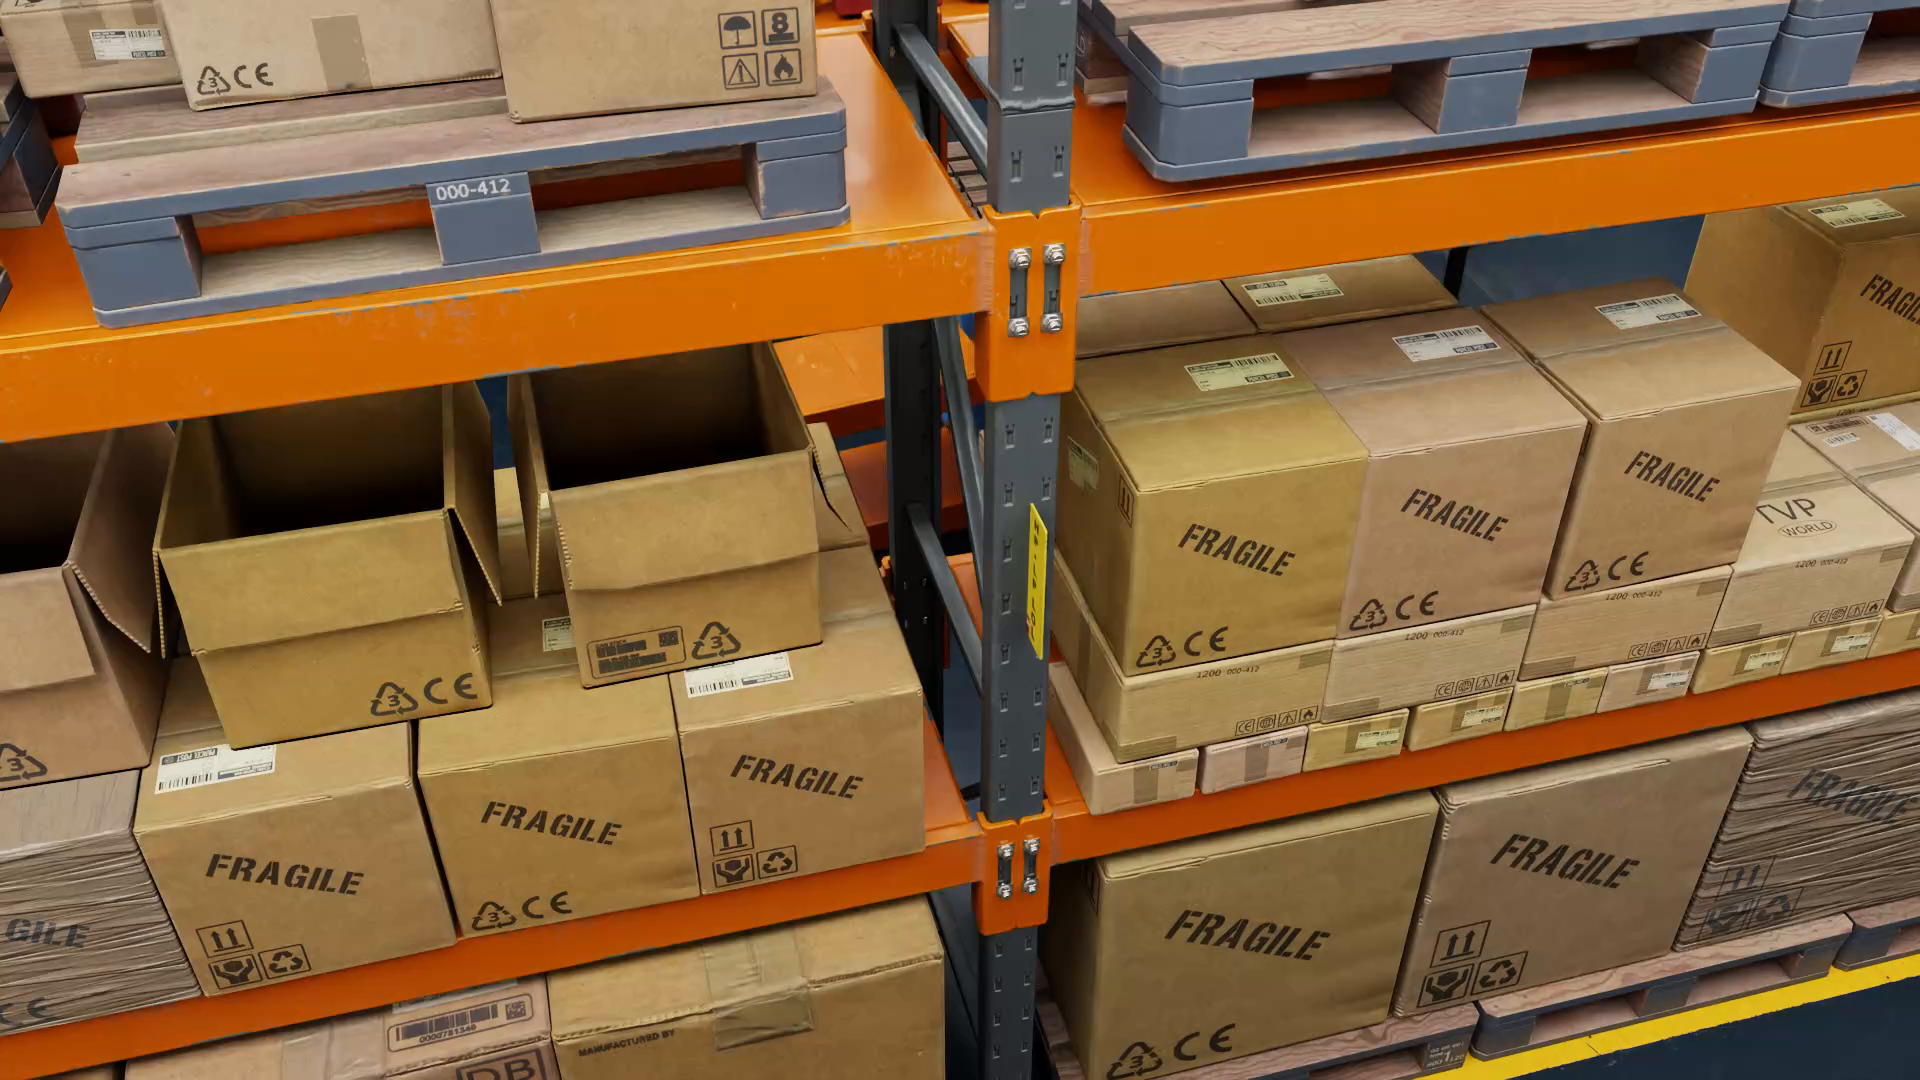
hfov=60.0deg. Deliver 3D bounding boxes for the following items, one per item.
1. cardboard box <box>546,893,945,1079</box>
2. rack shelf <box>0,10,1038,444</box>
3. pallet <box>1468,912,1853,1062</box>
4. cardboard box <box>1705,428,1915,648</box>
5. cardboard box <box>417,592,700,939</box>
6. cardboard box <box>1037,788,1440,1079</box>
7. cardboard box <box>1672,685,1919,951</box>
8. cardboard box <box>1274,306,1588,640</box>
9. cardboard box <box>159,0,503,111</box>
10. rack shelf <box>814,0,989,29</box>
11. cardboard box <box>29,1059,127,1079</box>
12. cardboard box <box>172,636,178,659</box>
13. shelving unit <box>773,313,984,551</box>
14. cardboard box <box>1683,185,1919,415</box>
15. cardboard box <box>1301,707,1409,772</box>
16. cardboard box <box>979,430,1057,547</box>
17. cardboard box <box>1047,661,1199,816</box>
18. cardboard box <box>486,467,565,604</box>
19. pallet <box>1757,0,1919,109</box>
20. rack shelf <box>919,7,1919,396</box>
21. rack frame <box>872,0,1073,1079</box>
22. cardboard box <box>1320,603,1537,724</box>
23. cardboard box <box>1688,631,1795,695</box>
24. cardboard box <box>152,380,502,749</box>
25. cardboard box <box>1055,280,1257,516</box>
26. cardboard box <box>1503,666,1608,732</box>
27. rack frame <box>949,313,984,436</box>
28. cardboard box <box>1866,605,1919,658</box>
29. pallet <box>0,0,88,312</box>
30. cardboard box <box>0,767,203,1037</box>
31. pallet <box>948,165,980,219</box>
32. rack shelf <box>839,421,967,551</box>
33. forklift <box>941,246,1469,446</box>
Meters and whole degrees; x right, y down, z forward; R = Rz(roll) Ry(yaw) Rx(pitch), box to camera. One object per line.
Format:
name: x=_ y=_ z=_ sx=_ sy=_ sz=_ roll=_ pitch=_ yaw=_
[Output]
cardboard box: x=-0.613 y=0.986 z=4.395 sx=0.875 sy=0.875 sz=1.225 roll=-9 pitch=38 yaw=-12
rack shelf: x=-1.932 y=-0.393 z=2.918 sx=4.000 sy=0.370 sz=1.077 roll=-9 pitch=38 yaw=-12
pallet: x=1.934 y=1.033 z=5.226 sx=1.213 sy=0.211 sz=1.003 roll=-9 pitch=38 yaw=-12
cardboard box: x=1.979 y=-0.018 z=4.184 sx=0.500 sy=0.250 sz=0.500 roll=-9 pitch=38 yaw=-12
cardboard box: x=-0.861 y=0.465 z=3.592 sx=0.500 sy=0.500 sz=0.500 roll=-8 pitch=38 yaw=-11
cardboard box: x=0.657 y=0.815 z=4.619 sx=0.875 sy=0.875 sz=0.875 roll=-9 pitch=38 yaw=-12
cardboard box: x=2.385 y=0.532 z=4.989 sx=0.875 sy=0.875 sz=0.875 roll=-9 pitch=38 yaw=-12
cardboard box: x=1.006 y=-0.160 z=3.752 sx=0.500 sy=0.500 sz=0.500 roll=-9 pitch=38 yaw=-12
cardboard box: x=-1.083 y=-1.006 z=2.855 sx=0.500 sy=0.311 sz=0.500 roll=-11 pitch=39 yaw=-13
rack shelf: x=0.639 y=-2.741 z=8.456 sx=4.000 sy=0.370 sz=1.077 roll=-9 pitch=38 yaw=-12
cardboard box: x=-2.328 y=1.273 z=4.021 sx=0.875 sy=0.875 sz=1.225 roll=-9 pitch=38 yaw=-12
cardboard box: x=-1.976 y=0.326 z=3.772 sx=0.500 sy=0.500 sz=0.500 roll=-9 pitch=38 yaw=-11
shelving unit: x=-0.402 y=-0.298 z=6.213 sx=1.048 sy=1.125 sz=0.538 roll=-14 pitch=40 yaw=-18
cardboard box: x=2.346 y=-0.712 z=4.473 sx=0.500 sy=0.500 sz=0.500 roll=-10 pitch=39 yaw=-13
cardboard box: x=0.879 y=0.360 z=4.017 sx=0.250 sy=0.149 sz=0.380 roll=-8 pitch=38 yaw=-10
cardboard box: x=0.357 y=-0.087 z=4.273 sx=0.500 sy=0.250 sz=0.500 roll=-10 pitch=39 yaw=-13
cardboard box: x=0.372 y=0.444 z=3.908 sx=0.250 sy=0.149 sz=0.380 roll=-9 pitch=38 yaw=-12
cardboard box: x=-0.995 y=0.162 z=3.987 sx=0.500 sy=0.500 sz=0.500 roll=-9 pitch=38 yaw=-12
pallet: x=1.967 y=-1.275 z=3.552 sx=1.213 sy=0.211 sz=1.003 roll=-9 pitch=38 yaw=-12
rack shelf: x=1.930 y=-1.027 z=3.747 sx=4.000 sy=0.370 sz=1.077 roll=-9 pitch=38 yaw=-12
rack frame: x=-0.001 y=0.196 z=4.025 sx=0.127 sy=3.000 sz=1.000 roll=-9 pitch=38 yaw=-12
cardboard box: x=1.003 y=0.140 z=3.976 sx=0.500 sy=0.250 sz=0.500 roll=-9 pitch=38 yaw=-12
cardboard box: x=1.876 y=0.196 z=4.232 sx=0.250 sy=0.149 sz=0.380 roll=-10 pitch=39 yaw=-13
cardboard box: x=-1.281 y=-0.035 z=3.418 sx=0.637 sy=0.503 sz=0.797 roll=-9 pitch=38 yaw=-11
cardboard box: x=0.373 y=-0.390 z=4.053 sx=0.500 sy=0.500 sz=0.500 roll=-8 pitch=38 yaw=-11
cardboard box: x=1.380 y=0.277 z=4.126 sx=0.250 sy=0.149 sz=0.380 roll=-10 pitch=39 yaw=-13
rack frame: x=0.067 y=-0.417 z=6.370 sx=0.032 sy=1.125 sz=0.500 roll=-14 pitch=40 yaw=-18
cardboard box: x=2.367 y=0.115 z=4.337 sx=0.250 sy=0.149 sz=0.380 roll=-9 pitch=38 yaw=-12
pallet: x=-2.176 y=-0.599 z=2.751 sx=1.213 sy=0.211 sz=1.003 roll=-8 pitch=38 yaw=-10
cardboard box: x=-1.848 y=0.628 z=3.378 sx=0.500 sy=0.500 sz=0.500 roll=-9 pitch=38 yaw=-12
pallet: x=-0.592 y=-1.741 z=8.852 sx=1.213 sy=0.211 sz=1.003 roll=-9 pitch=38 yaw=-12
rack shelf: x=-0.402 y=-0.103 z=6.362 sx=1.000 sy=0.278 sz=0.538 roll=-14 pitch=40 yaw=-18
forklift: x=1.457 y=-1.568 z=6.388 sx=3.031 sy=2.935 sz=1.130 roll=-14 pitch=40 yaw=-18
